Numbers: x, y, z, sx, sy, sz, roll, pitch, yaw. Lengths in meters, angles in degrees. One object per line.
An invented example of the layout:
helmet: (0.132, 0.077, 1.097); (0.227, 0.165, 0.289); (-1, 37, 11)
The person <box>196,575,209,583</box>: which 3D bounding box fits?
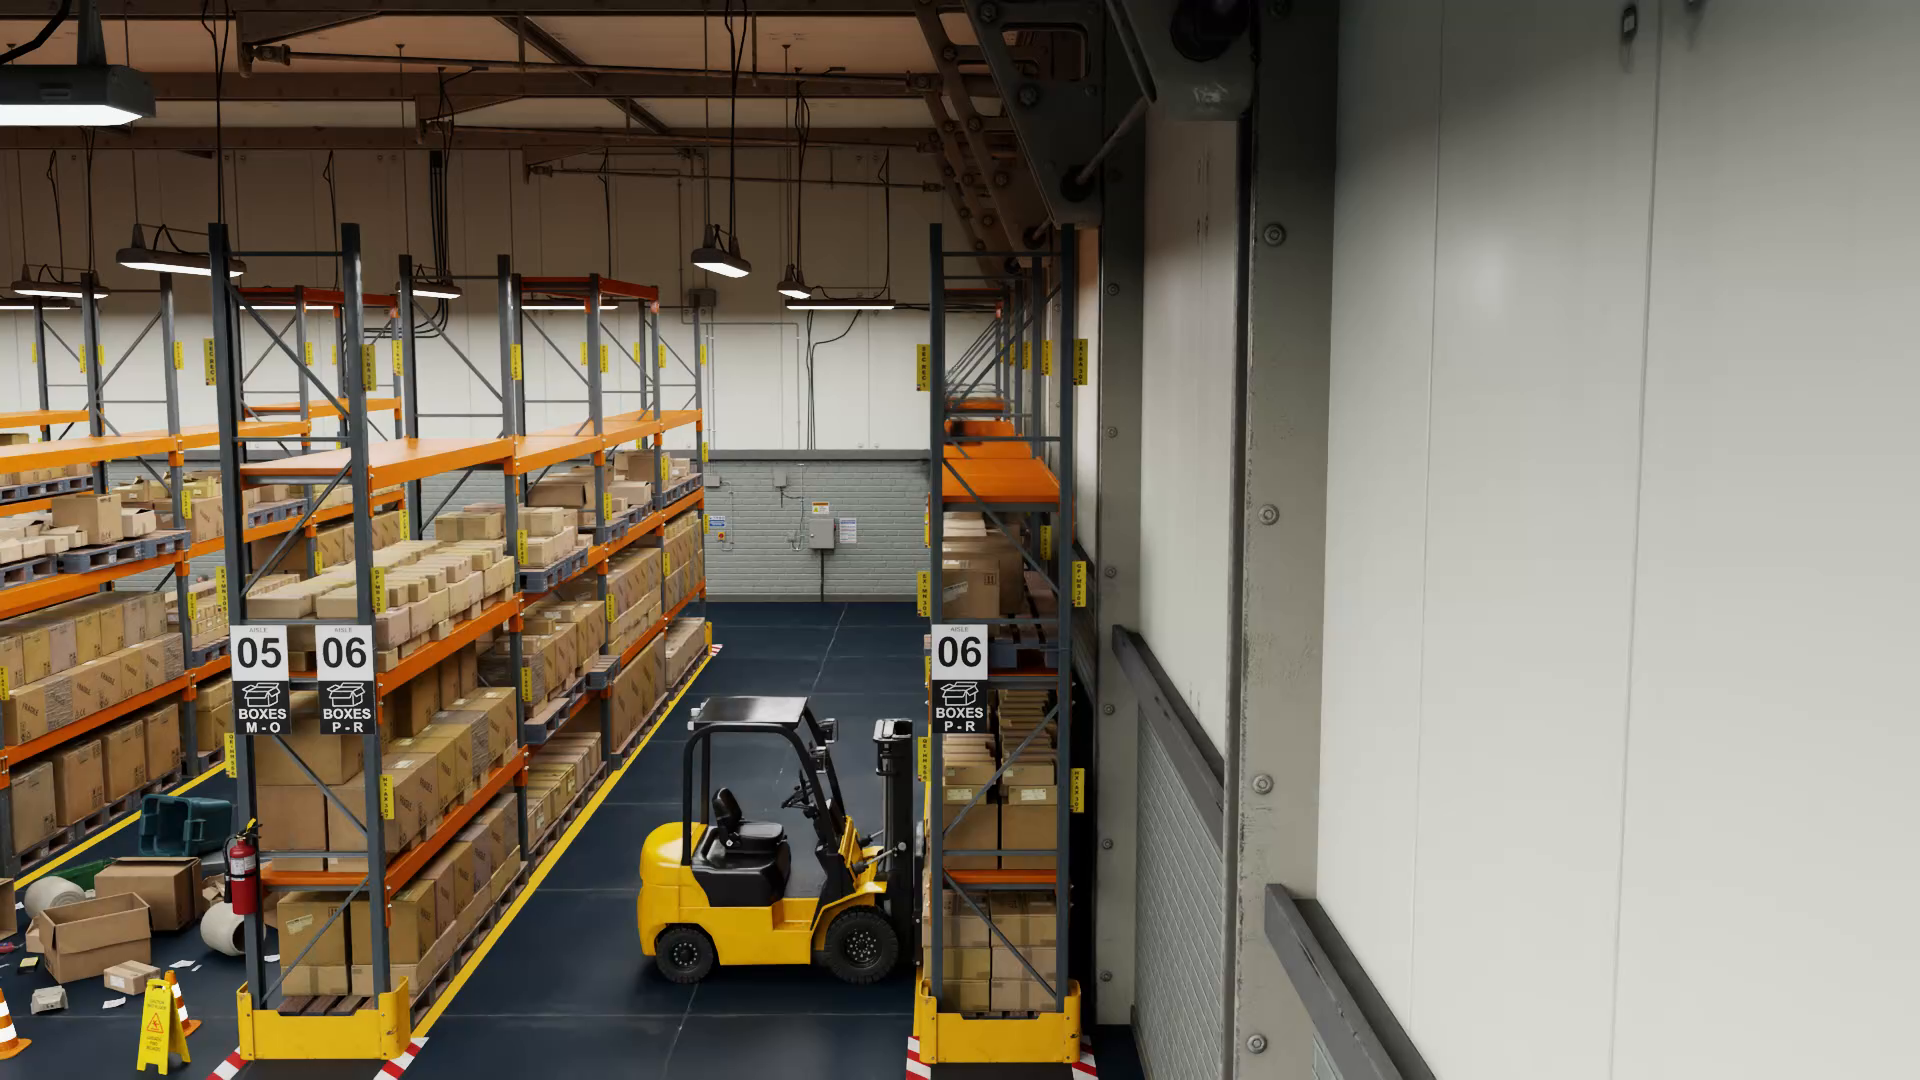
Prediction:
person: (-11.539, 1.369, 25.617); (0.585, 1.704, 0.892); (1, 7, 11)
